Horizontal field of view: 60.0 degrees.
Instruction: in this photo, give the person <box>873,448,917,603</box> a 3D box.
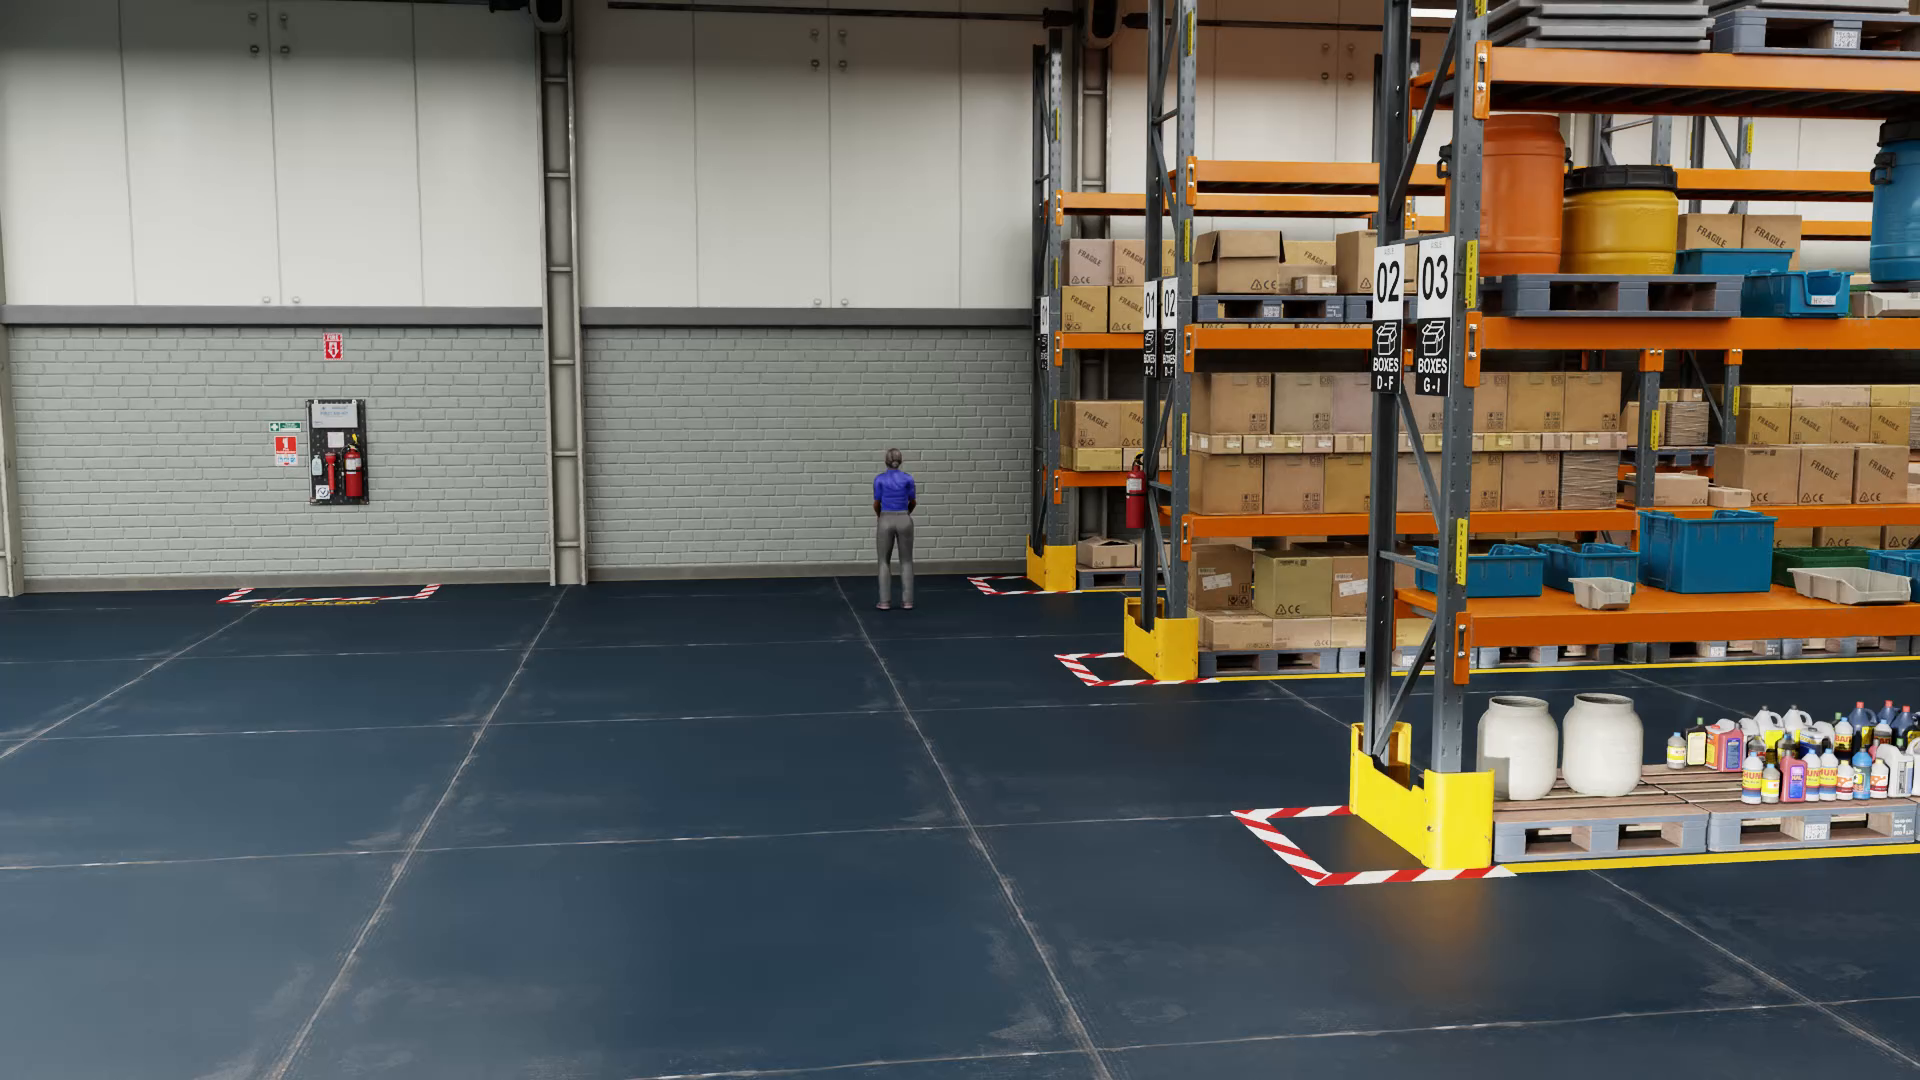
[{"bbox_3d":[-0.667,-0.160,16.974,0.444,1.575,0.517,-1,7,-8],"label":"person"}]
